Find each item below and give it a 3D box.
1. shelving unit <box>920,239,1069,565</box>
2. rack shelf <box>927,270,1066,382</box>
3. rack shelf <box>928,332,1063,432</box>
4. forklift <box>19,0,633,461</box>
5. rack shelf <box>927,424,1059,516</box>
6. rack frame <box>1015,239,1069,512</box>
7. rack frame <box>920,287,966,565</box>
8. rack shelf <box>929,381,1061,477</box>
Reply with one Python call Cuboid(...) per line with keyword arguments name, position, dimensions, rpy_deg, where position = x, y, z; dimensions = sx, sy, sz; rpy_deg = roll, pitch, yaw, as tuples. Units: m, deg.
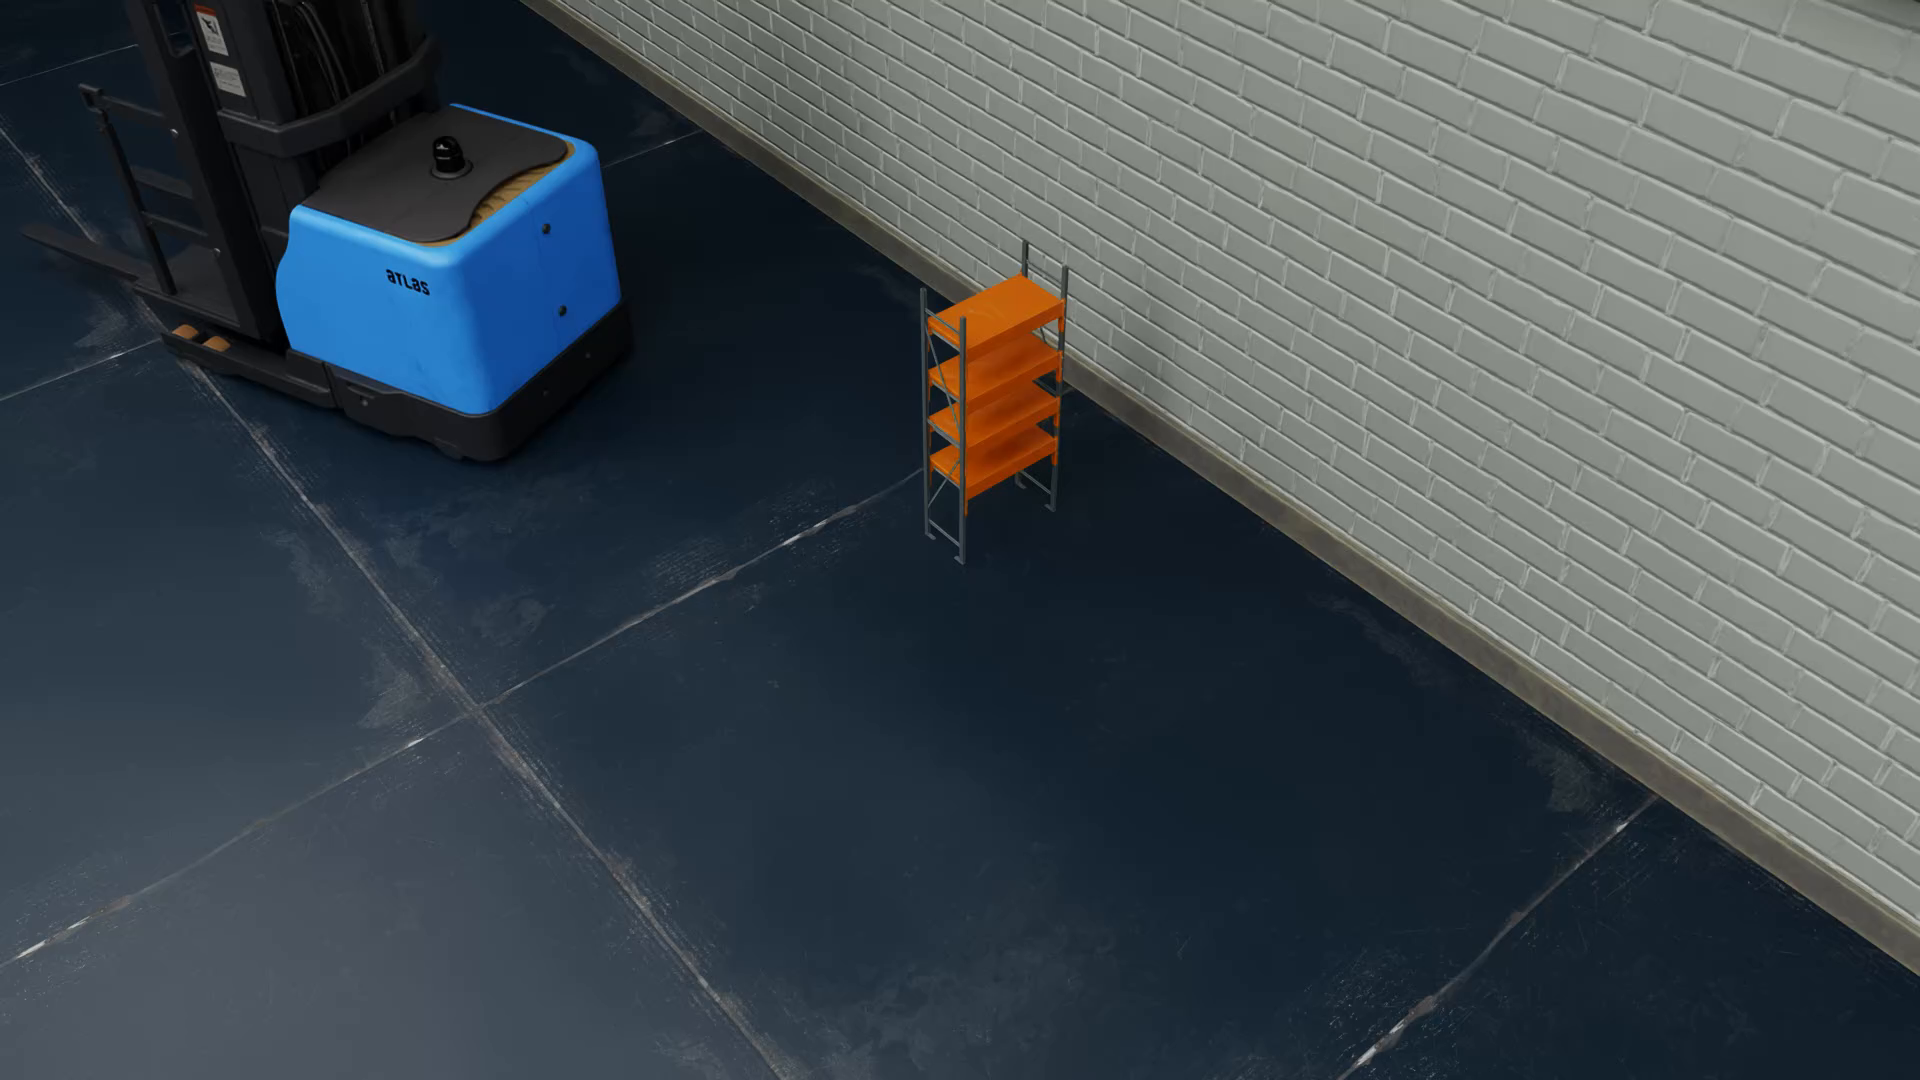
Cuboid(name="shelving unit", position=(0.127, -0.510, 6.417), dimensions=(0.503, 1.200, 0.258), rpy_deg=(-30, 51, -28))
Cuboid(name="rack shelf", position=(0.127, -0.796, 6.148), dimensions=(0.480, 0.148, 0.258), rpy_deg=(-30, 51, -28))
Cuboid(name="rack shelf", position=(0.127, -0.624, 6.310), dimensions=(0.480, 0.148, 0.258), rpy_deg=(-30, 51, -28))
Cuboid(name="forklift", position=(-3.047, -2.122, 6.868), dimensions=(3.031, 2.935, 1.130), rpy_deg=(20, 47, 20))
Cuboid(name="rack shelf", position=(0.127, -0.316, 6.599), dimensions=(0.480, 0.148, 0.258), rpy_deg=(-30, 51, -28))
Cuboid(name="rack frame", position=(0.314, -0.617, 6.531), dimensions=(0.015, 1.200, 0.240), rpy_deg=(-30, 51, -28))
Cuboid(name="rack frame", position=(-0.060, -0.403, 6.303), dimensions=(0.015, 1.200, 0.240), rpy_deg=(-30, 51, -28))
Cuboid(name="rack shelf", position=(0.127, -0.461, 6.463), dimensions=(0.480, 0.148, 0.258), rpy_deg=(-30, 51, -28))
